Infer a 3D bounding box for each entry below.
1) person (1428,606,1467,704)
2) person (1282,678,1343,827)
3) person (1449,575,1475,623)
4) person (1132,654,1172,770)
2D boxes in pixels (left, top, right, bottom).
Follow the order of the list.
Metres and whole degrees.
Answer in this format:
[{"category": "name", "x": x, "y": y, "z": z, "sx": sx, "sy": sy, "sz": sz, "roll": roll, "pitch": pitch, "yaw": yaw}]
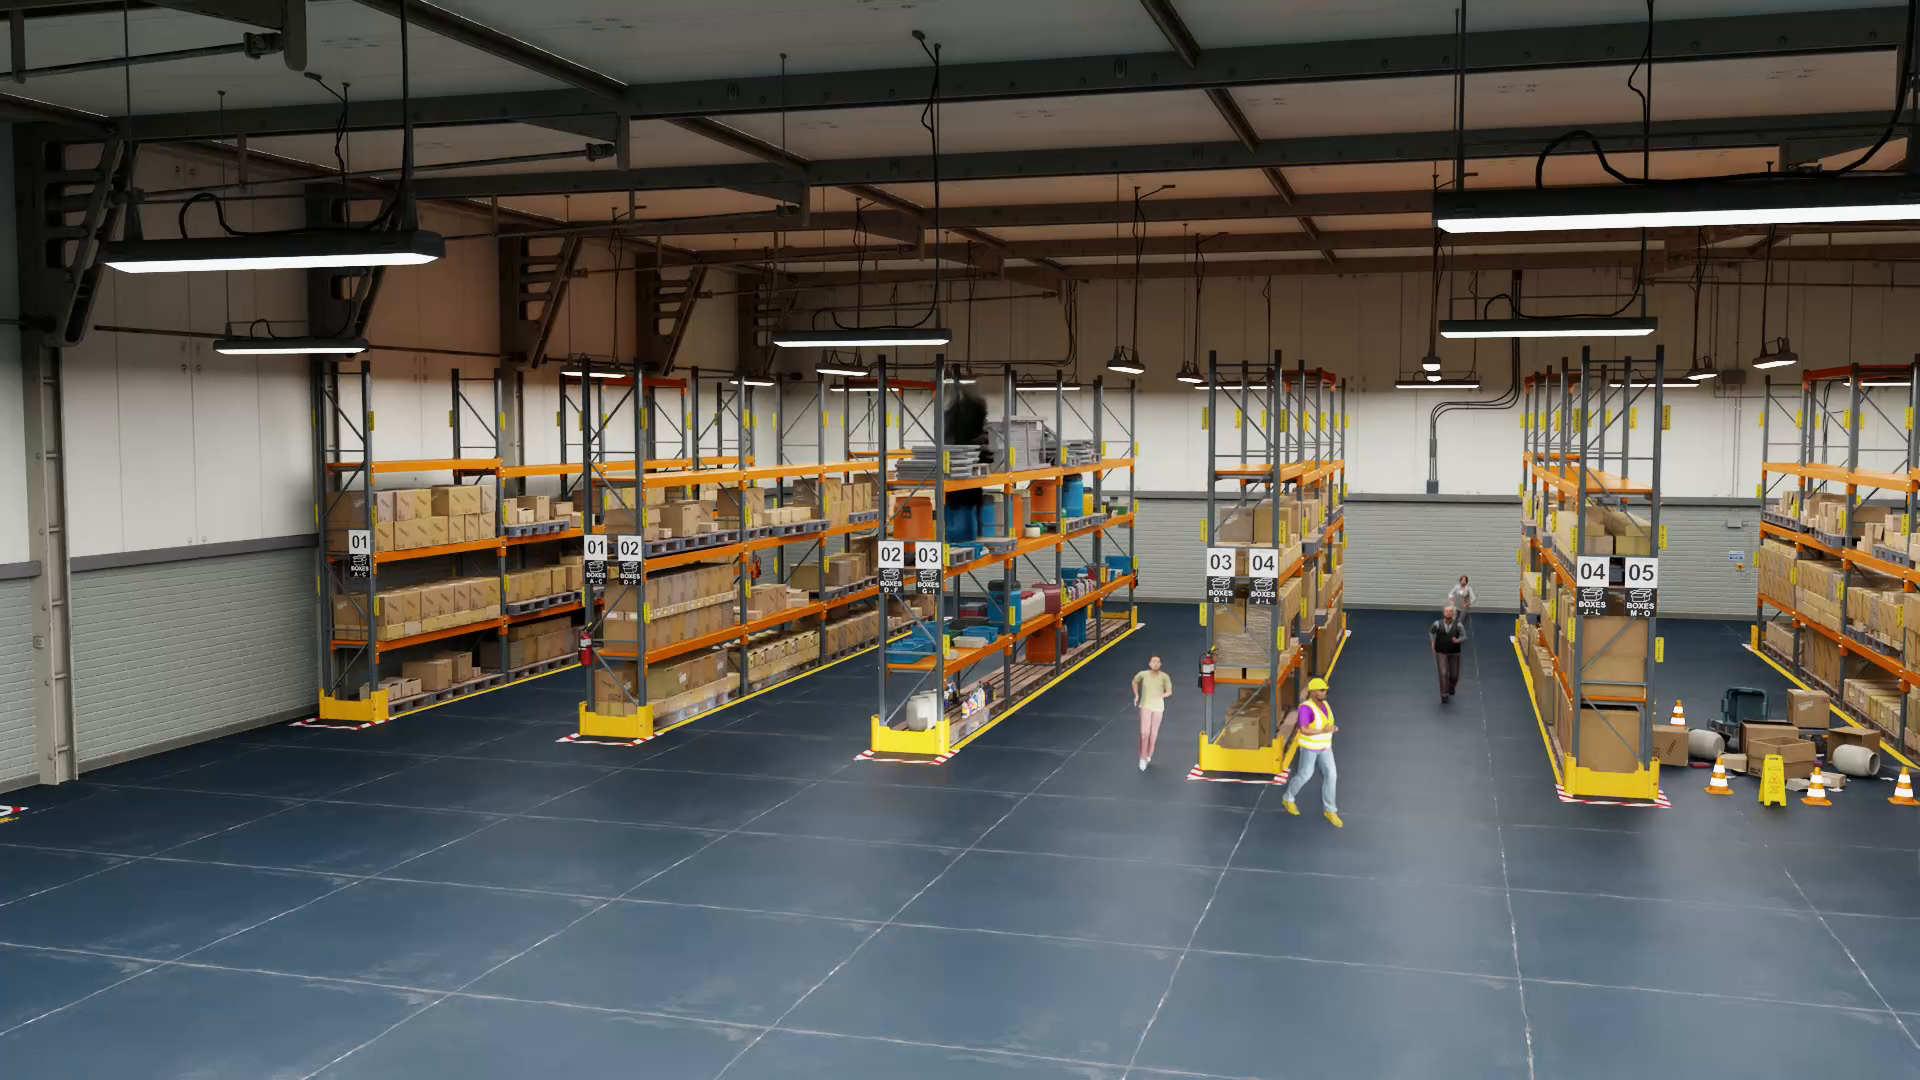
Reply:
[{"category": "person", "x": 8.686, "y": 2.029, "z": 29.627, "sx": 0.667, "sy": 1.699, "sz": 0.915, "roll": 1, "pitch": 4, "yaw": 14}, {"category": "person", "x": 4.411, "y": 2.618, "z": 20.772, "sx": 0.681, "sy": 1.806, "sz": 0.890, "roll": -3, "pitch": 5, "yaw": -35}, {"category": "person", "x": 11.269, "y": 1.569, "z": 37.367, "sx": 0.593, "sy": 1.571, "sz": 0.756, "roll": 2, "pitch": 4, "yaw": 25}, {"category": "person", "x": 2.777, "y": 2.473, "z": 24.038, "sx": 0.558, "sy": 1.688, "sz": 0.680, "roll": 0, "pitch": 4, "yaw": 2}]
